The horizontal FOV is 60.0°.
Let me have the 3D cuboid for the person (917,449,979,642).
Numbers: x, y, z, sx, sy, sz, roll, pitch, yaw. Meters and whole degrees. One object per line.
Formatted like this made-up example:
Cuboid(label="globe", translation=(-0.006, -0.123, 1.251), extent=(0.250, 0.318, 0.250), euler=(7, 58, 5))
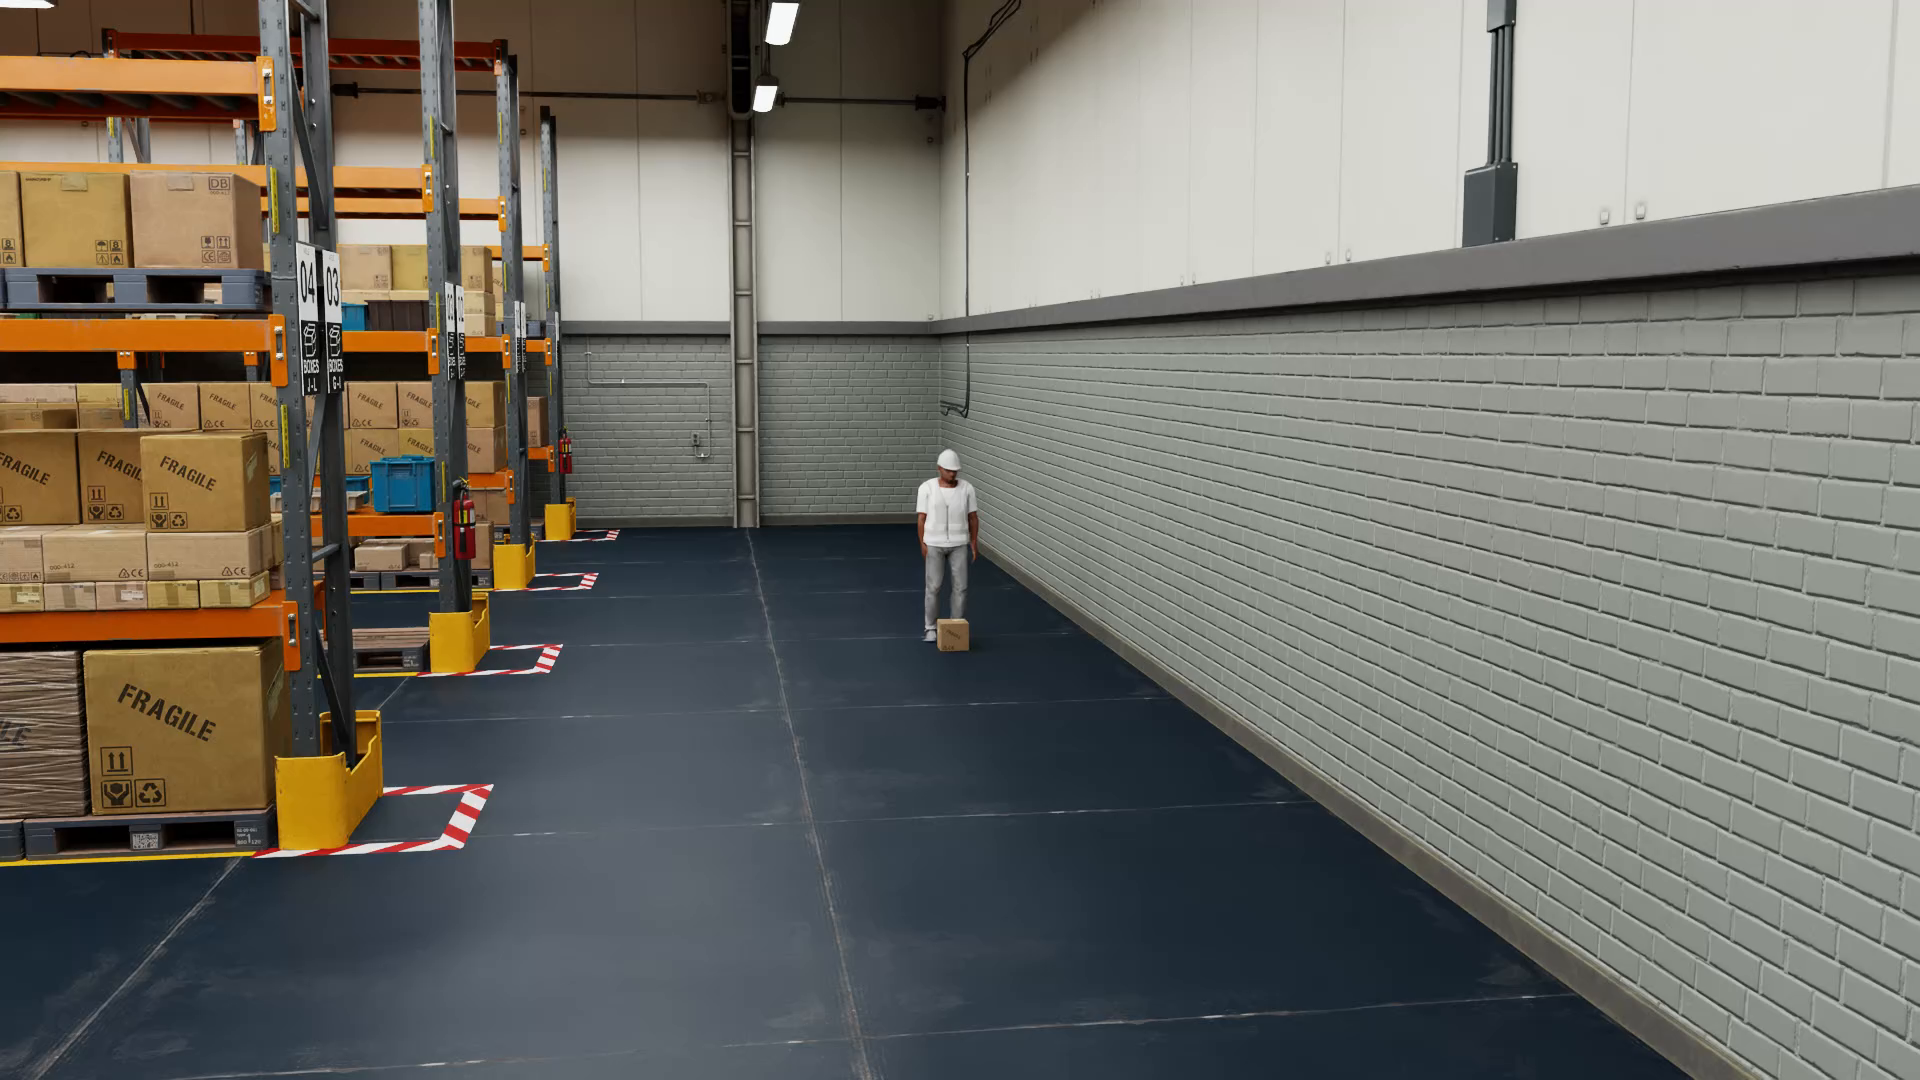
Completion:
Cuboid(label="person", translation=(-0.108, 0.046, 15.231), extent=(0.568, 1.759, 0.368), euler=(-1, 6, -8))
